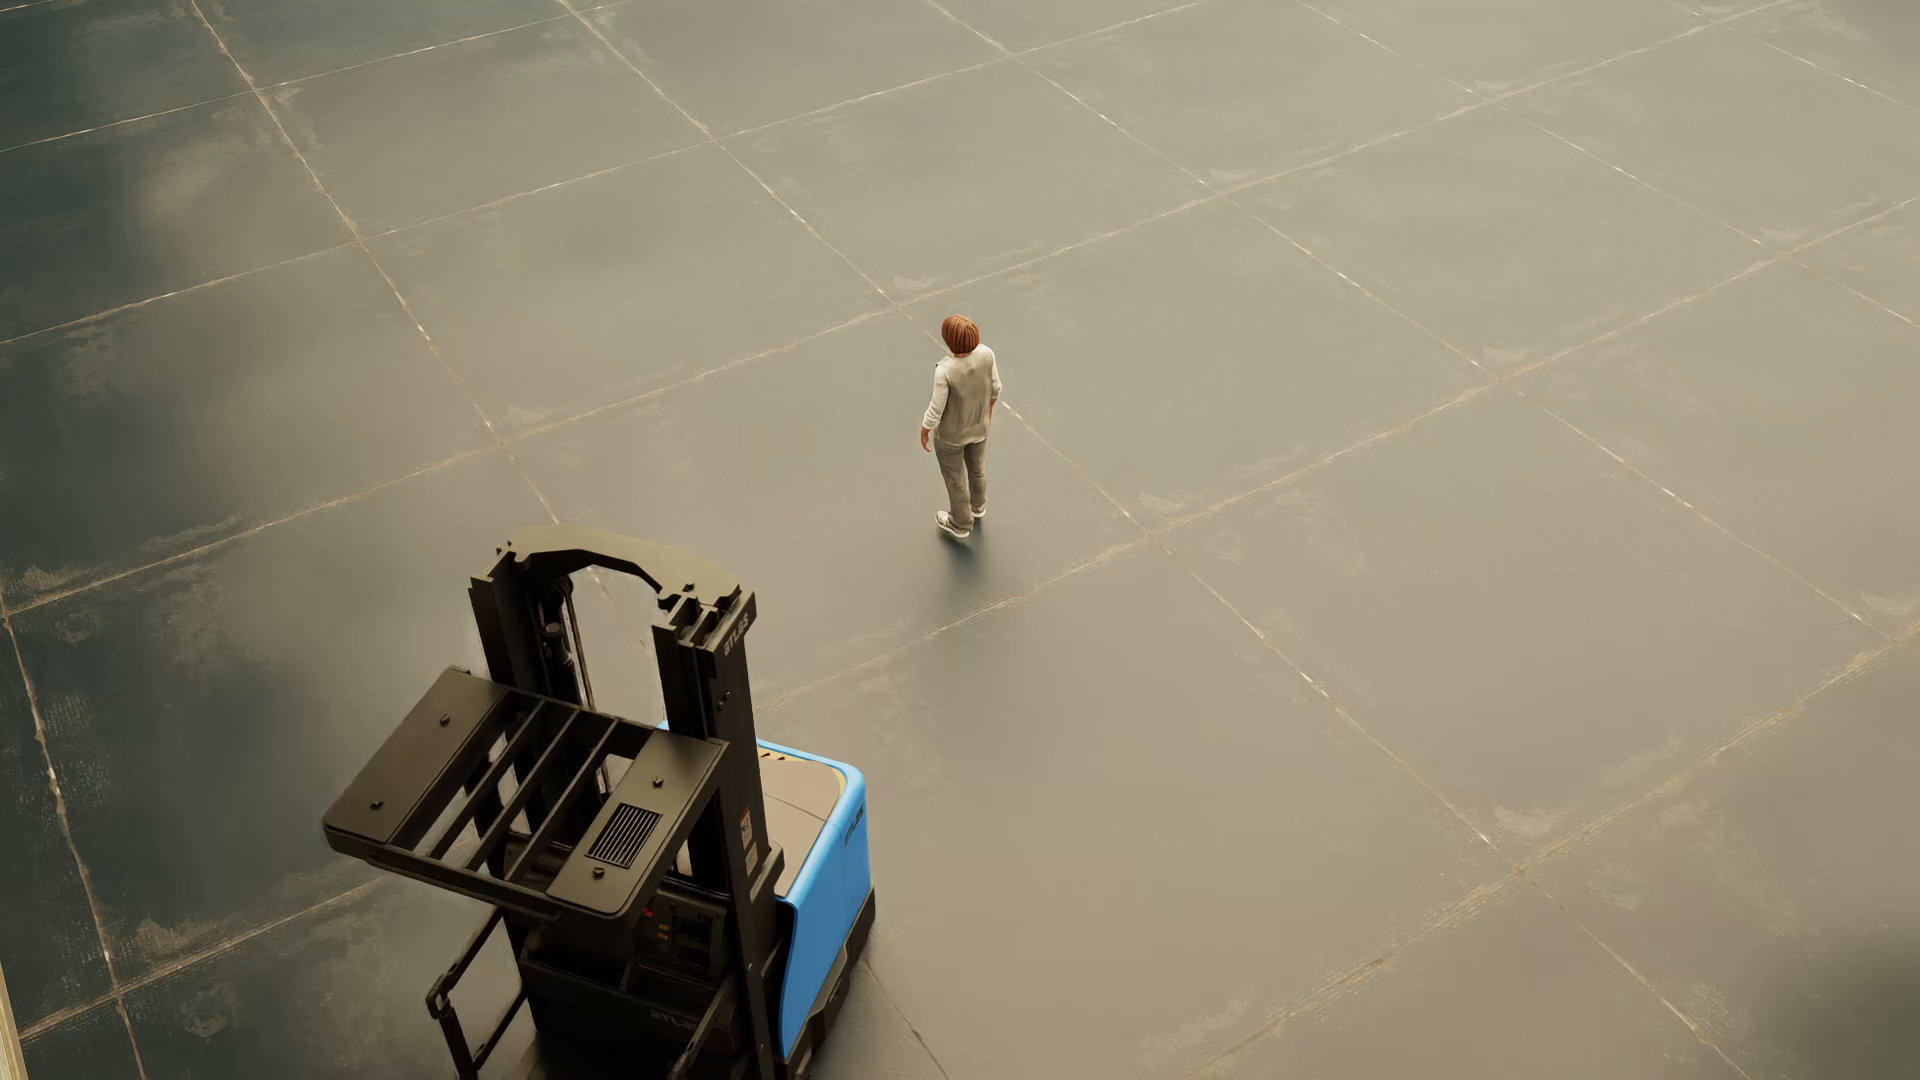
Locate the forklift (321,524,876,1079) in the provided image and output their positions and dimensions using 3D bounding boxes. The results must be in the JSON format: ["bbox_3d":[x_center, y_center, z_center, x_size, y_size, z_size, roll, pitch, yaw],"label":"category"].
[{"bbox_3d":[-1.381,1.516,6.136,1.130,2.935,3.031,13,43,15],"label":"forklift"}]

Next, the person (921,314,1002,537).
[{"bbox_3d":[-0.029,-0.683,9.595,0.521,1.598,0.472,-23,46,-24],"label":"person"}]
